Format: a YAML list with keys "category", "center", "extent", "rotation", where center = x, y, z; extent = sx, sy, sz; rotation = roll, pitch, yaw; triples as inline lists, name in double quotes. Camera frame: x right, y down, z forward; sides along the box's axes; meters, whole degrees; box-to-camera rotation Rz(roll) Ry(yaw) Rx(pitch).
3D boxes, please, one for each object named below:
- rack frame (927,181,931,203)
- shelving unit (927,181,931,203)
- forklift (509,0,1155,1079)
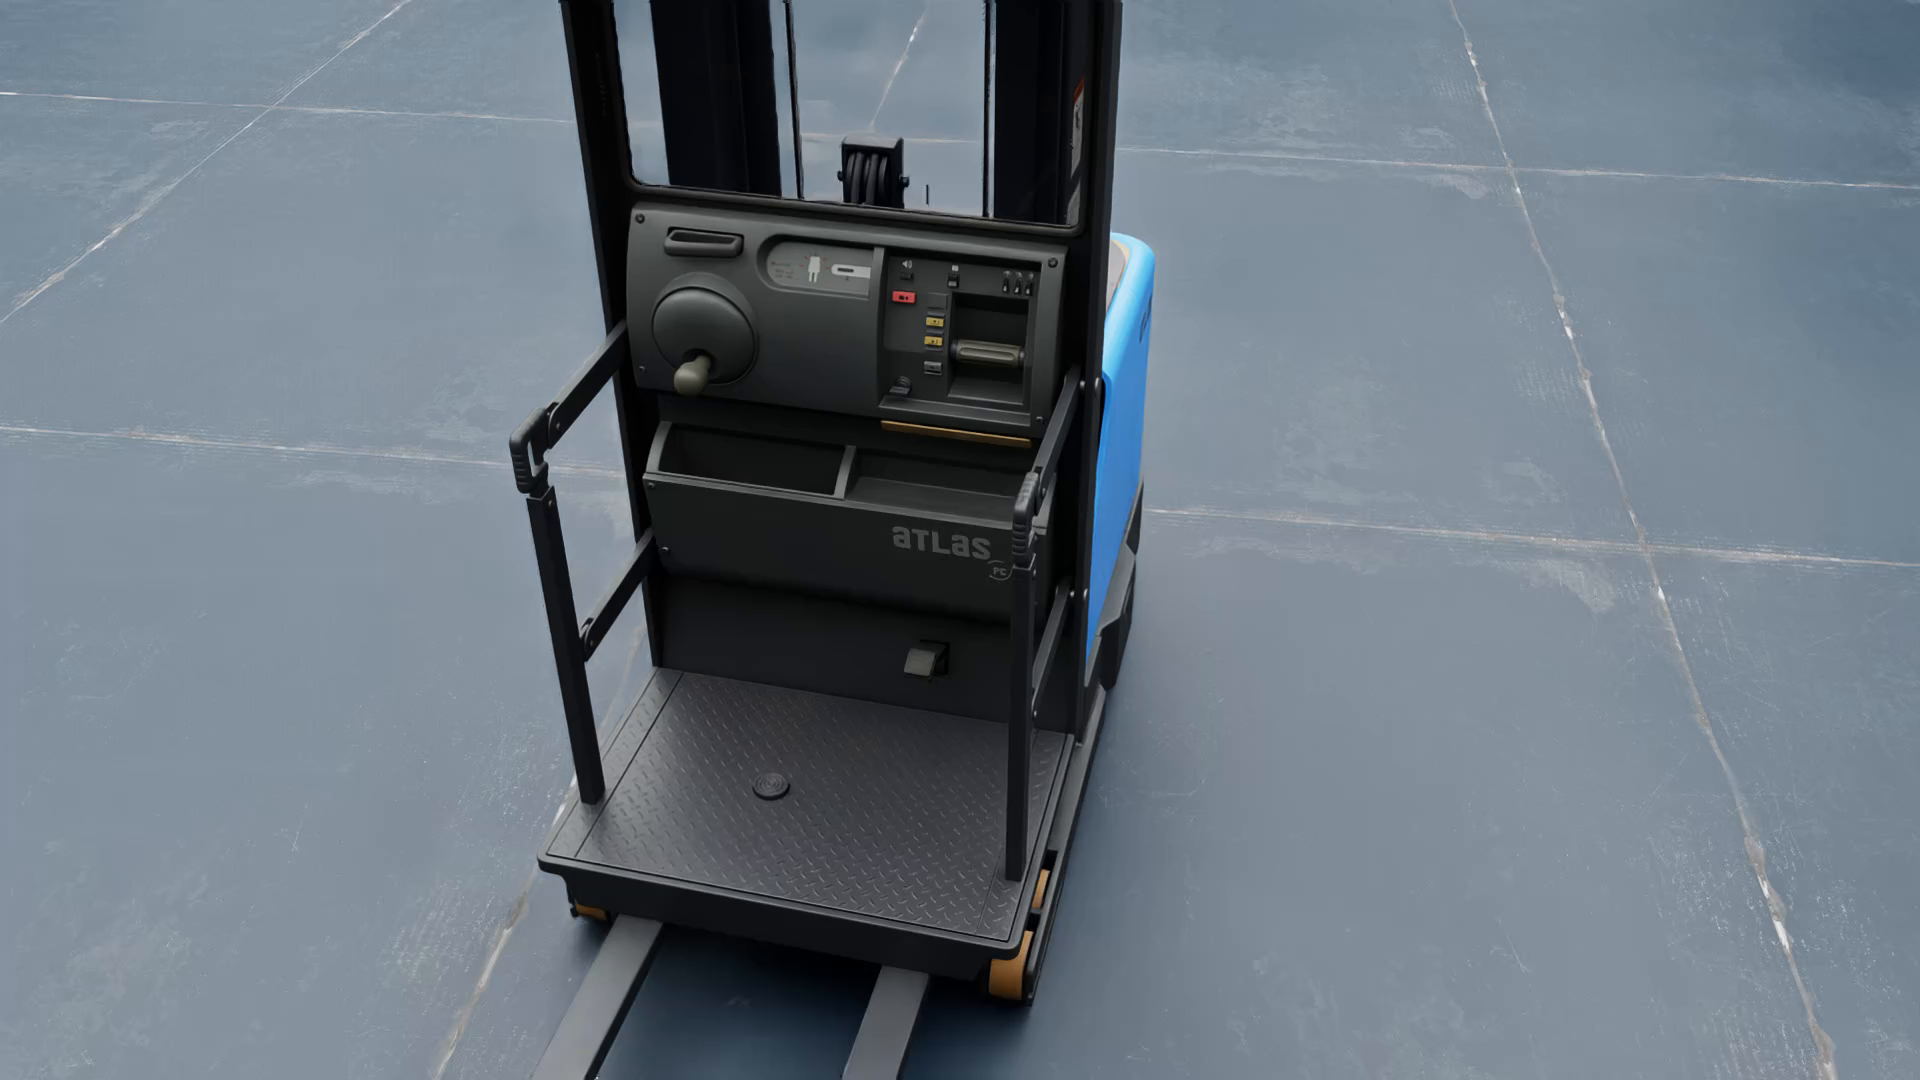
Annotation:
- category: "rack frame"
  center: [-0.114, -0.580, 5.159]
  extent: [0.008, 1.050, 0.200]
  rotation: [8, 36, 10]
- category: "shelving unit"
  center: [0.005, -0.564, 5.136]
  extent: [0.252, 1.050, 0.215]
  rotation: [8, 36, 10]
- category: "forklift"
  center: [-0.297, -0.395, 3.280]
  extent: [1.130, 2.935, 3.031]
  rotation: [8, 36, 11]
